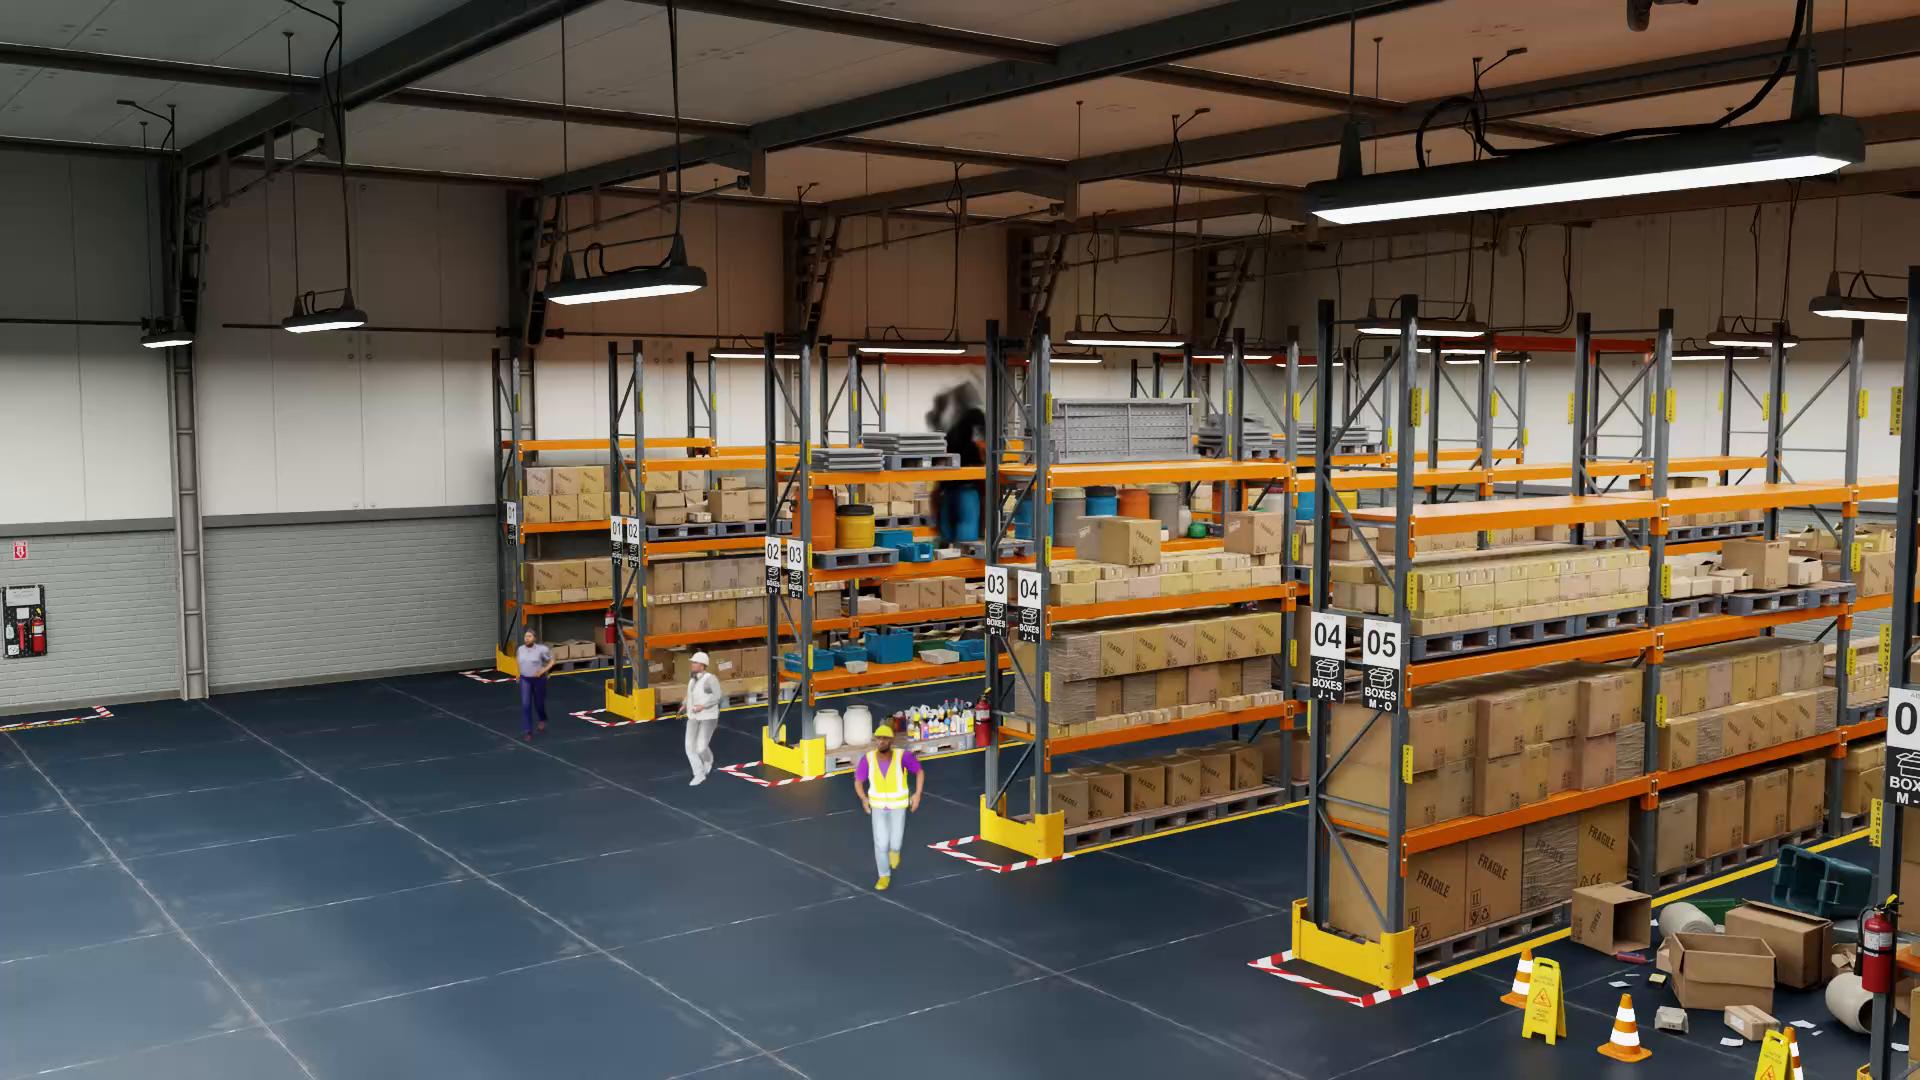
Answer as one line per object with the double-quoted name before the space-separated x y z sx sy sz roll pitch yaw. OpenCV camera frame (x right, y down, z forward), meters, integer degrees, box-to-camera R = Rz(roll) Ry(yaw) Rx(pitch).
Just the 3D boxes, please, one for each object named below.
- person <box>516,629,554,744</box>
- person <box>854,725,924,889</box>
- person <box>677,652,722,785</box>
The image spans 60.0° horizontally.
"person" -6.373 2.171 24.961 0.602 1.671 0.809 0 5 -1
"person" -0.751 2.785 17.425 0.726 1.726 0.650 0 5 4
"person" -3.494 2.373 22.219 0.781 1.754 0.557 3 6 27
